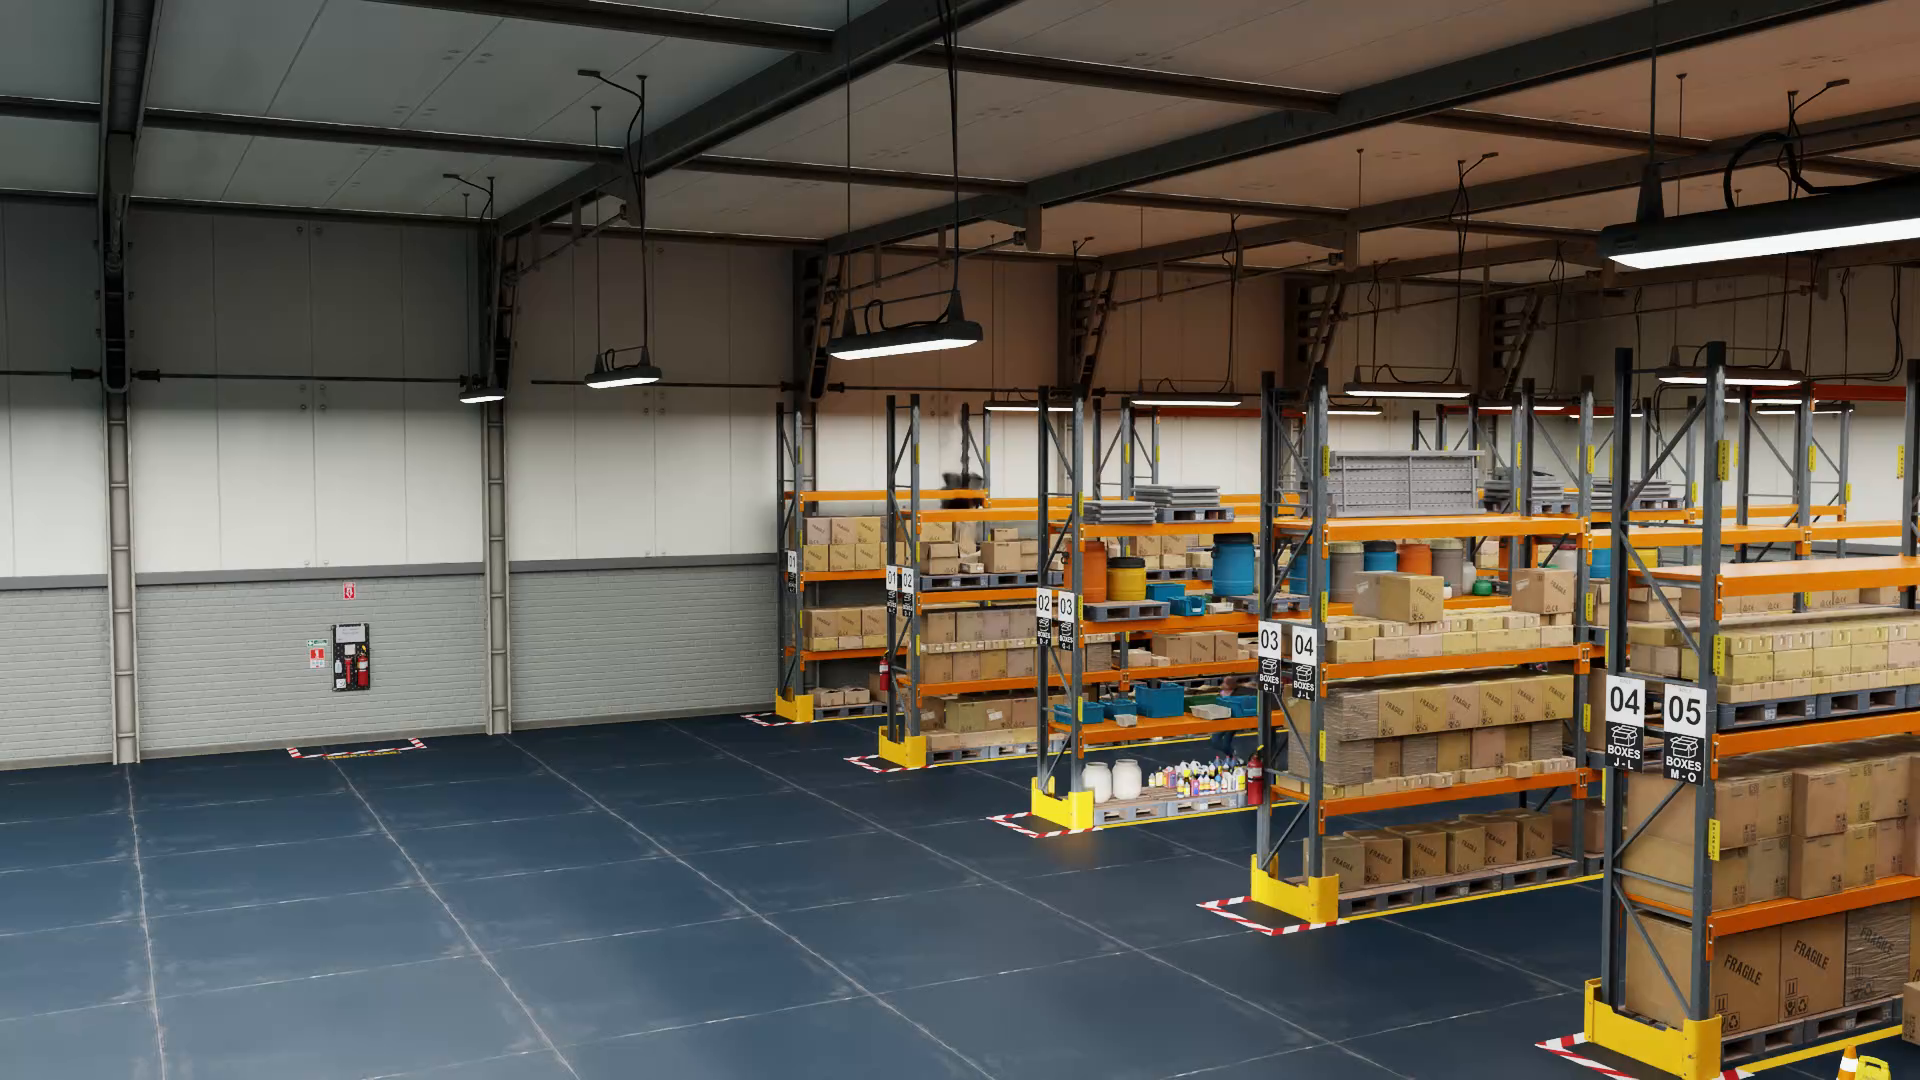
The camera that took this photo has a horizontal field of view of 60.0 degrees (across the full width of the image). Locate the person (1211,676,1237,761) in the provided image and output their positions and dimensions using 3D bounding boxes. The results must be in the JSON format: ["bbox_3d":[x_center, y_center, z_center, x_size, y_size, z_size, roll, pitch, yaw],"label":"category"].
[{"bbox_3d":[4.173,2.912,26.111,0.539,1.557,0.531,-2,4,-34],"label":"person"}]

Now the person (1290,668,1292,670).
[{"bbox_3d":[6.659,2.451,32.966,0.857,1.719,0.562,-2,4,-26],"label":"person"}]
